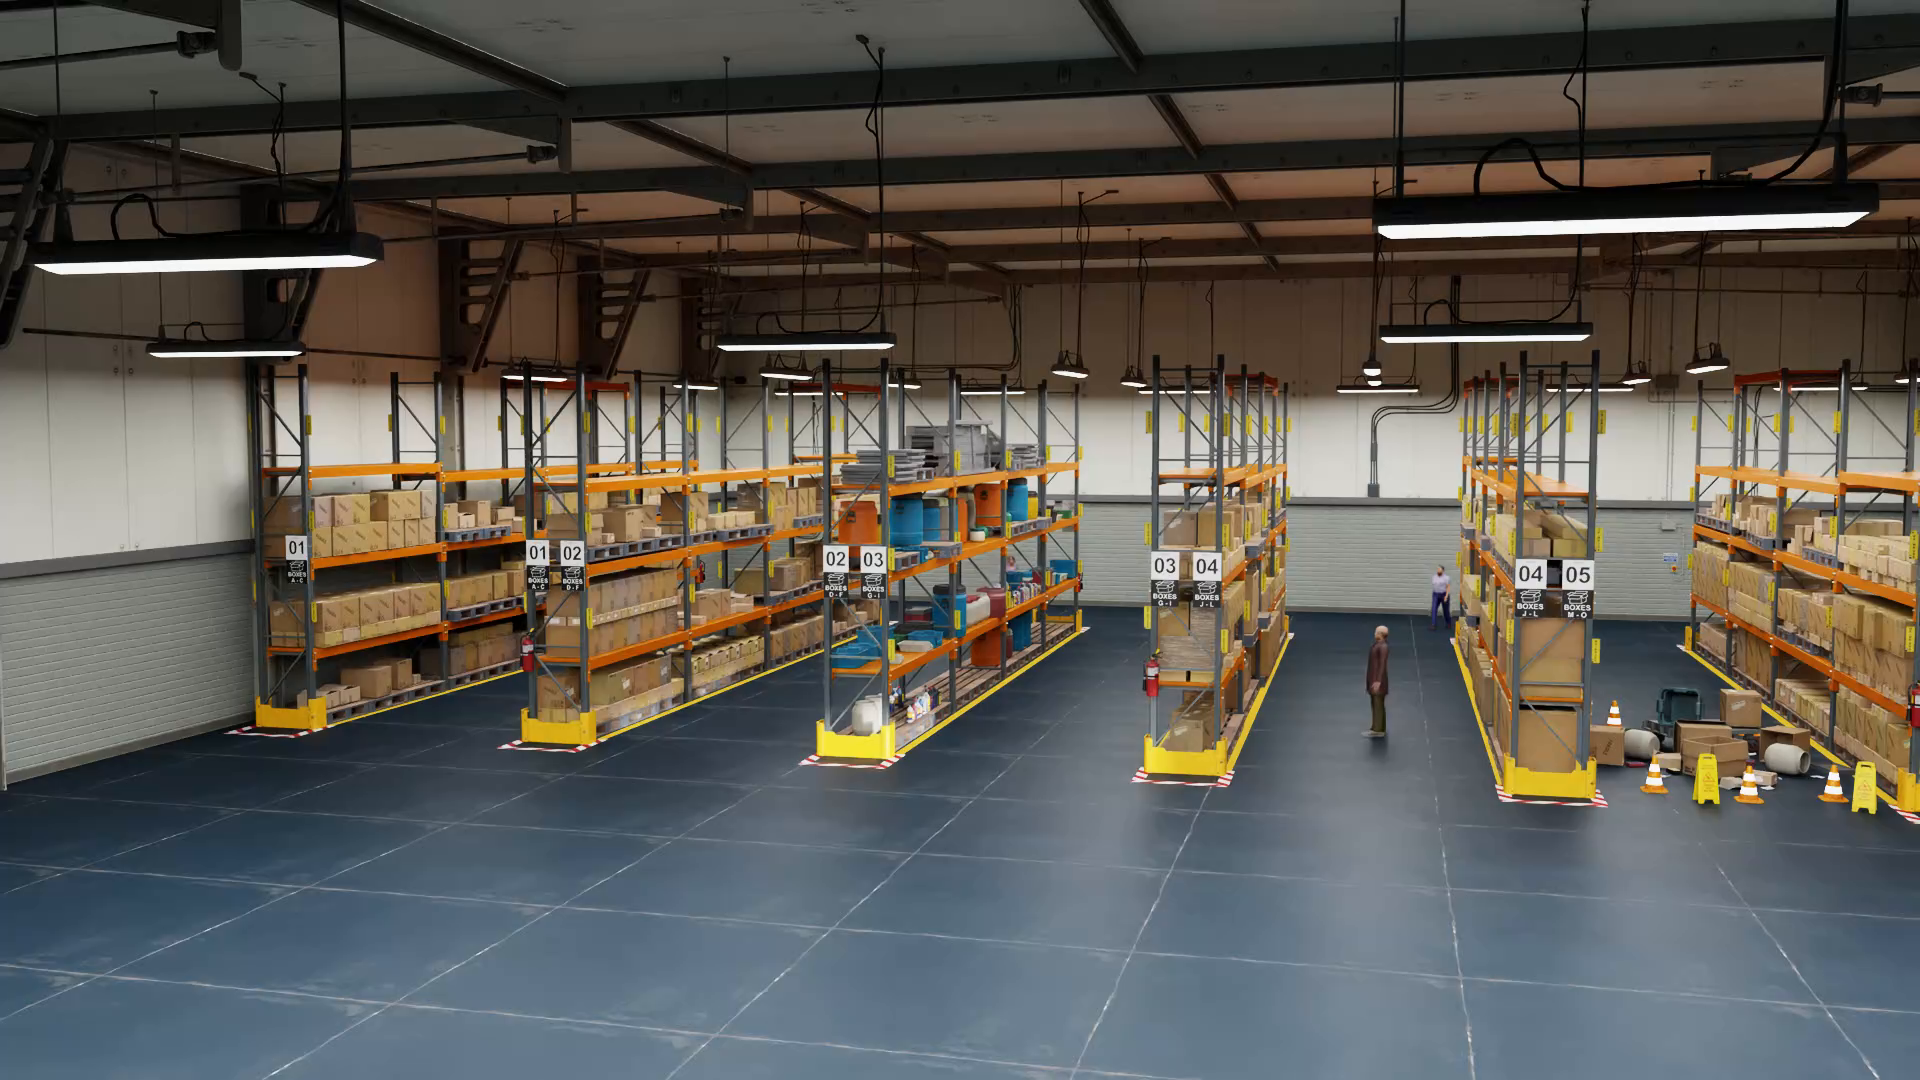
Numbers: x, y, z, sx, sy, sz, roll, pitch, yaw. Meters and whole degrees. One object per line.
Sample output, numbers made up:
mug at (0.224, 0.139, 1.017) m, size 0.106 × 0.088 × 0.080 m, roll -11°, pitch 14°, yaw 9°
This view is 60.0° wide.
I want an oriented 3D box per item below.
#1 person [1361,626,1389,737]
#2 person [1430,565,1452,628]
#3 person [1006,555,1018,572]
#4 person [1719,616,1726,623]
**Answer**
person at (6.702, 2.276, 26.837) m, size 0.517 × 1.800 × 0.605 m, roll 0°, pitch 4°, yaw -7°
person at (11.769, 1.374, 40.634) m, size 0.482 × 1.555 × 0.802 m, roll 2°, pitch 5°, yaw 31°
person at (1.355, 1.194, 43.589) m, size 0.436 × 1.590 × 0.429 m, roll -4°, pitch 5°, yaw -42°
person at (17.895, 1.524, 38.449) m, size 0.758 × 1.615 × 0.470 m, roll 0°, pitch 4°, yaw 5°
